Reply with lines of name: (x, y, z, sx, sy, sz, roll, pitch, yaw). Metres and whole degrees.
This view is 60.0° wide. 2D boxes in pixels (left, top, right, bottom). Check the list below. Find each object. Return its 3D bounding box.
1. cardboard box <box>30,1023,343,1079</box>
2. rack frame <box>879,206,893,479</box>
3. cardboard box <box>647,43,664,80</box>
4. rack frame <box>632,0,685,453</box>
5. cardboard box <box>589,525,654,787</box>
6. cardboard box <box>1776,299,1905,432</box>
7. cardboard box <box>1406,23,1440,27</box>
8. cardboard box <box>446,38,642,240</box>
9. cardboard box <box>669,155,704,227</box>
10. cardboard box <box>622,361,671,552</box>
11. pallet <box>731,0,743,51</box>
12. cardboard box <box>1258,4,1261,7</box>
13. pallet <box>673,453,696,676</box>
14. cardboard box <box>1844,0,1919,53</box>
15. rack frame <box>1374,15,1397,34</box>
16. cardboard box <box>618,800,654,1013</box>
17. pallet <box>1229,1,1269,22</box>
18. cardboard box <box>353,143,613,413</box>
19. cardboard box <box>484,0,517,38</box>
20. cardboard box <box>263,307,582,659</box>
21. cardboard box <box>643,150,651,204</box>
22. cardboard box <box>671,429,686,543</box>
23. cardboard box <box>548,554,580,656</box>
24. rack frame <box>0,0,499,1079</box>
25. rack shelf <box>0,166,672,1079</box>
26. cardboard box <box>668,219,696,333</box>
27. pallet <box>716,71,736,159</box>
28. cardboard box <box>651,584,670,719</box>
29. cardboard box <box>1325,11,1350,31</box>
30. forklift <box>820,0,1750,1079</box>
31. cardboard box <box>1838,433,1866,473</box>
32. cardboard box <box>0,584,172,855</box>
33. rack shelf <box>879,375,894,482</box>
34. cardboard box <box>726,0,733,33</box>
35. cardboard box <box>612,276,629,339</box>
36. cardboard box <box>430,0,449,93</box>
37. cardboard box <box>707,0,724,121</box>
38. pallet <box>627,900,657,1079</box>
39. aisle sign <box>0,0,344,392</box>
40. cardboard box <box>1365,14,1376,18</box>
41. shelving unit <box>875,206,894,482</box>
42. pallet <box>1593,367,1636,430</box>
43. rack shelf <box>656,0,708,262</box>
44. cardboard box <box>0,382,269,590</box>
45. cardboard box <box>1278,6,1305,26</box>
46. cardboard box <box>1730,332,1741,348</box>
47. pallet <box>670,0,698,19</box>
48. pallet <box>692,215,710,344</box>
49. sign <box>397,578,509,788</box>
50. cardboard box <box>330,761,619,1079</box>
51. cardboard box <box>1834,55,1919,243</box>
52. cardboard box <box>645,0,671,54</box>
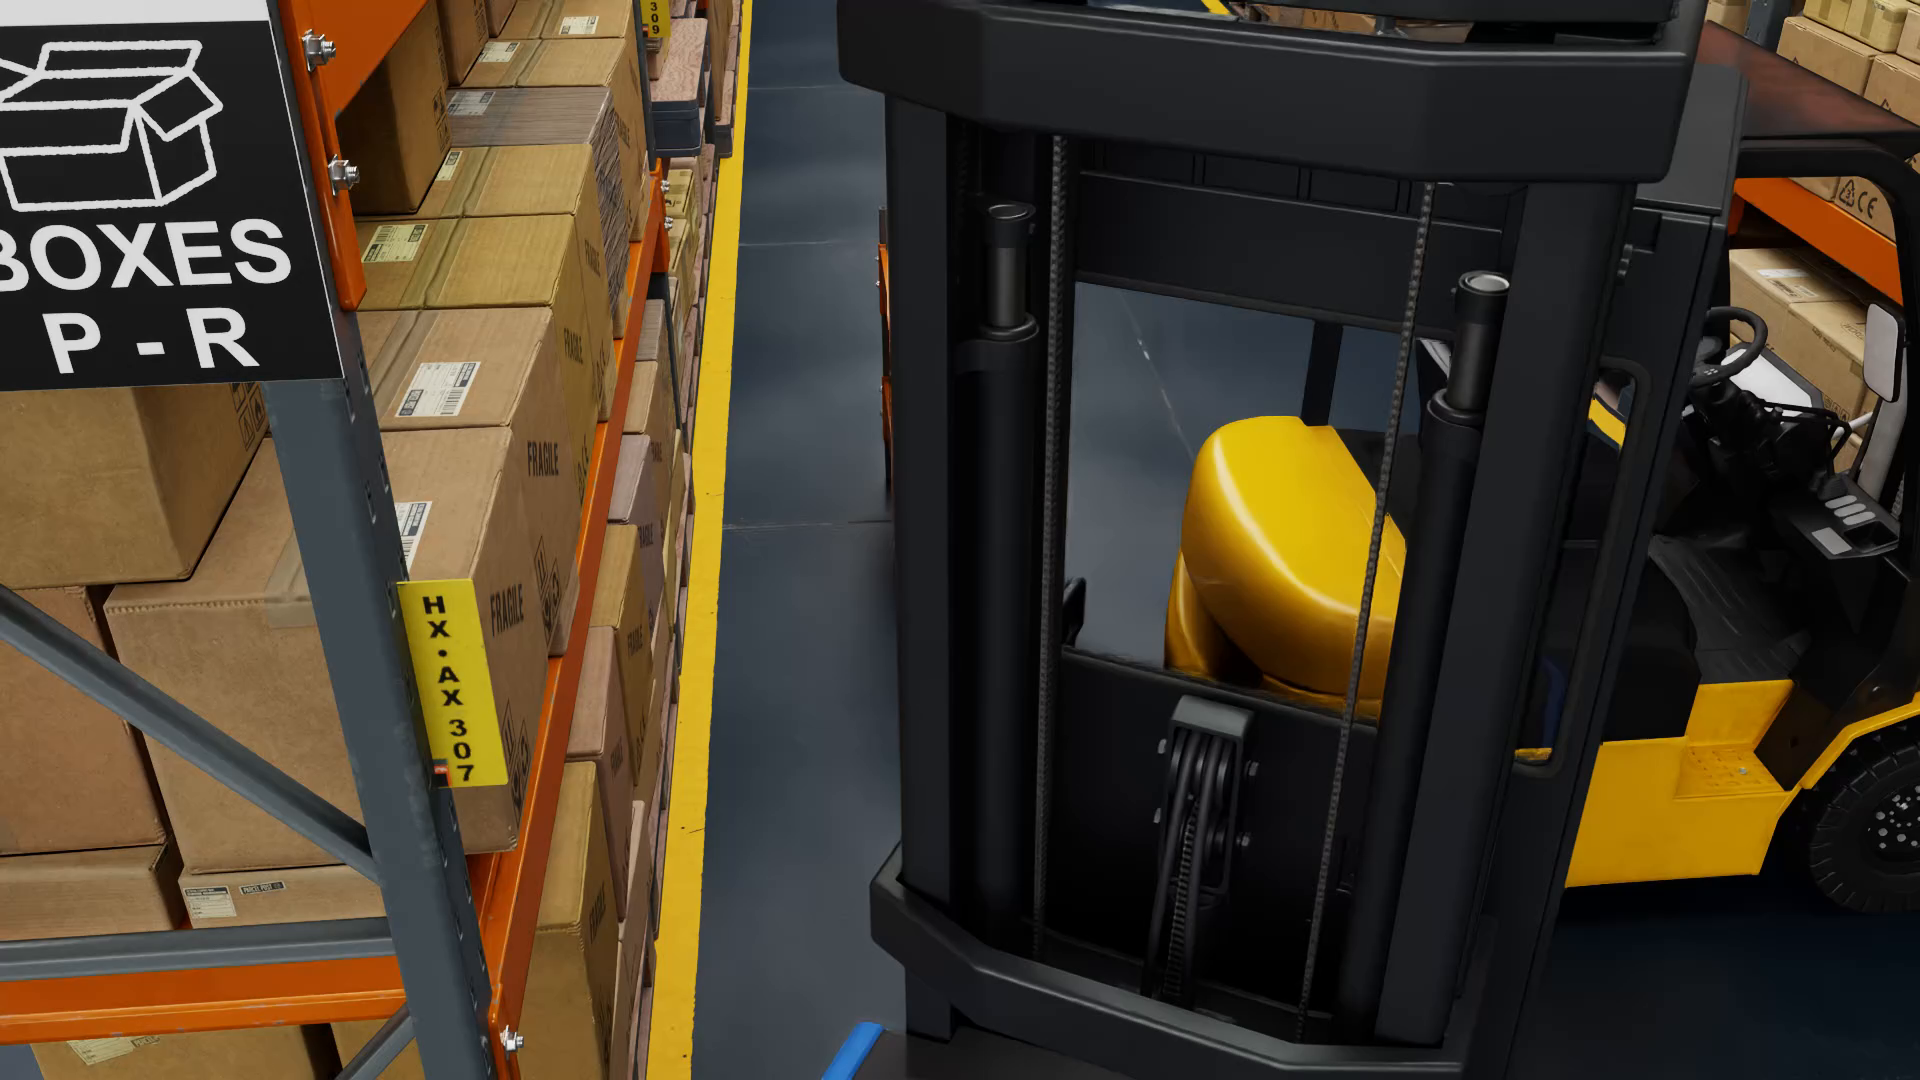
cardboard box: (-1.535, 0.871, 3.408, 0.500, 0.500, 0.500, -3, 31, -4)
rack frame: (-0.048, -0.746, 6.402, 0.500, 1.125, 0.032, -3, 31, -5)
cardboard box: (-1.311, -1.823, 6.212, 0.380, 0.149, 0.250, -2, 31, -4)
rack frame: (-1.574, -1.453, 5.758, 1.000, 3.000, 0.127, -3, 31, -5)
cardboard box: (-1.095, 0.307, 4.352, 0.500, 0.500, 0.500, -2, 31, -4)
cardboard box: (3.138, -0.598, 5.624, 0.500, 0.250, 0.500, -3, 31, -5)
cardboard box: (3.039, -2.577, 9.545, 0.875, 0.625, 0.625, -2, 31, -3)
cardboard box: (-1.230, -1.146, 4.857, 0.500, 0.500, 0.500, -2, 31, -3)
cardboard box: (-1.828, -1.882, 8.629, 0.950, 0.372, 0.625, -3, 31, -6)
cardboard box: (-1.202, -0.226, 5.244, 0.500, 0.500, 0.500, -2, 31, -4)
pallet: (-2.174, -3.950, 12.657, 1.003, 0.211, 1.213, -3, 31, -5)
cardboard box: (2.501, -4.355, 12.645, 0.500, 0.500, 0.500, -3, 31, -5)
pallet: (-1.476, 0.085, 5.902, 1.003, 0.211, 1.213, -3, 31, -5)
cardboard box: (3.161, -1.707, 5.452, 0.380, 0.149, 0.250, -2, 31, -3)
rack frame: (2.994, -3.735, 9.578, 1.000, 3.000, 0.127, -3, 31, -5)
cardboard box: (-1.040, 0.903, 4.085, 0.500, 0.250, 0.500, -2, 31, -3)
pallet: (2.734, -4.167, 13.020, 1.003, 0.211, 1.213, -3, 31, -5)
cardboard box: (-1.124, -0.620, 3.976, 0.500, 0.500, 0.500, -3, 31, -6)
cardboard box: (-1.749, -1.818, 5.006, 0.700, 0.500, 0.500, -3, 31, -5)
cardboard box: (-1.020, -0.101, 3.107, 0.500, 0.500, 0.500, -2, 31, -3)
cardboard box: (-1.240, -1.196, 5.572, 0.380, 0.149, 0.250, -3, 31, -5)
cardboard box: (-1.251, -0.164, 5.871, 0.500, 0.250, 0.500, -1, 31, -2)
cardboard box: (-0.985, 0.114, 3.379, 0.380, 0.149, 0.250, -2, 31, -4)
rack frame: (-1.197, 0.589, 2.339, 0.949, 2.616, 0.053, -3, 31, -5)
rack shelf: (-1.387, -0.123, 4.233, 1.077, 0.370, 4.000, -3, 31, -5)
cardboard box: (-1.696, -1.140, 7.386, 0.950, 0.372, 0.625, -1, 31, -1)
pallet: (-1.946, -2.704, 10.572, 1.003, 0.211, 1.213, -3, 31, -5)
cardboard box: (-1.148, 0.367, 4.982, 0.500, 0.250, 0.500, -2, 31, -4)
cardboard box: (2.704, -3.304, 10.884, 0.500, 0.500, 0.500, -3, 31, -5)
forklift: (0.573, 0.237, 2.995, 1.130, 2.935, 3.031, 13, 33, 20)
cardboard box: (3.190, -0.131, 5.329, 0.500, 0.250, 0.500, -3, 31, -5)
cardboard box: (-1.525, 0.154, 2.679, 0.500, 0.500, 0.500, -3, 31, -5)
rack shelf: (-0.001, -0.276, 6.093, 0.538, 0.278, 1.000, -3, 31, -5)
cardboard box: (-2.092, -4.032, 11.738, 0.875, 0.875, 0.875, -2, 31, -3)
cardboard box: (-1.142, -0.677, 4.704, 0.380, 0.149, 0.250, -3, 31, -5)
cardboard box: (-1.703, -1.299, 4.136, 0.700, 0.500, 0.500, -3, 31, -6)
cardboard box: (-1.929, -3.120, 10.211, 0.875, 0.875, 0.875, -3, 31, -5)
pallet: (-1.248, 1.331, 3.816, 1.003, 0.211, 1.213, -3, 31, -5)
aisle sign: (-0.886, -0.510, 1.644, 0.394, 0.787, 0.004, -3, 31, -5)
cardboard box: (2.696, -3.361, 10.347, 0.380, 0.149, 0.250, -4, 31, -7)
shelving unit: (-0.001, -0.486, 5.967, 0.538, 1.125, 1.048, -3, 31, -5)
pallet: (3.260, -0.870, 7.501, 1.003, 0.211, 1.213, -3, 31, -5)
rack shelf: (-1.761, -2.165, 7.652, 1.077, 0.370, 4.000, -3, 31, -5)
cardboard box: (-1.465, -0.261, 2.400, 0.700, 0.500, 0.500, -3, 31, -6)
cardboard box: (2.586, -3.835, 11.774, 0.500, 0.500, 0.500, -4, 31, -6)
cardboard box: (3.106, -0.646, 6.190, 0.500, 0.250, 0.500, -3, 31, -5)
pallet: (-1.722, -2.404, 7.537, 1.003, 0.211, 1.213, -3, 31, -5)
pallet: (-1.765, -1.278, 8.183, 1.003, 0.211, 1.213, -3, 31, -5)
sign: (-0.660, 0.191, 2.160, 0.100, 0.325, 0.005, -3, 31, -5)
cardboard box: (-1.003, 0.830, 3.476, 0.500, 0.500, 0.500, -4, 31, -6)
cardboard box: (3.214, -1.232, 5.289, 0.500, 0.500, 0.500, -2, 31, -4)
cardboard box: (-1.332, -2.057, 5.972, 0.500, 0.500, 0.500, -2, 31, -3)
